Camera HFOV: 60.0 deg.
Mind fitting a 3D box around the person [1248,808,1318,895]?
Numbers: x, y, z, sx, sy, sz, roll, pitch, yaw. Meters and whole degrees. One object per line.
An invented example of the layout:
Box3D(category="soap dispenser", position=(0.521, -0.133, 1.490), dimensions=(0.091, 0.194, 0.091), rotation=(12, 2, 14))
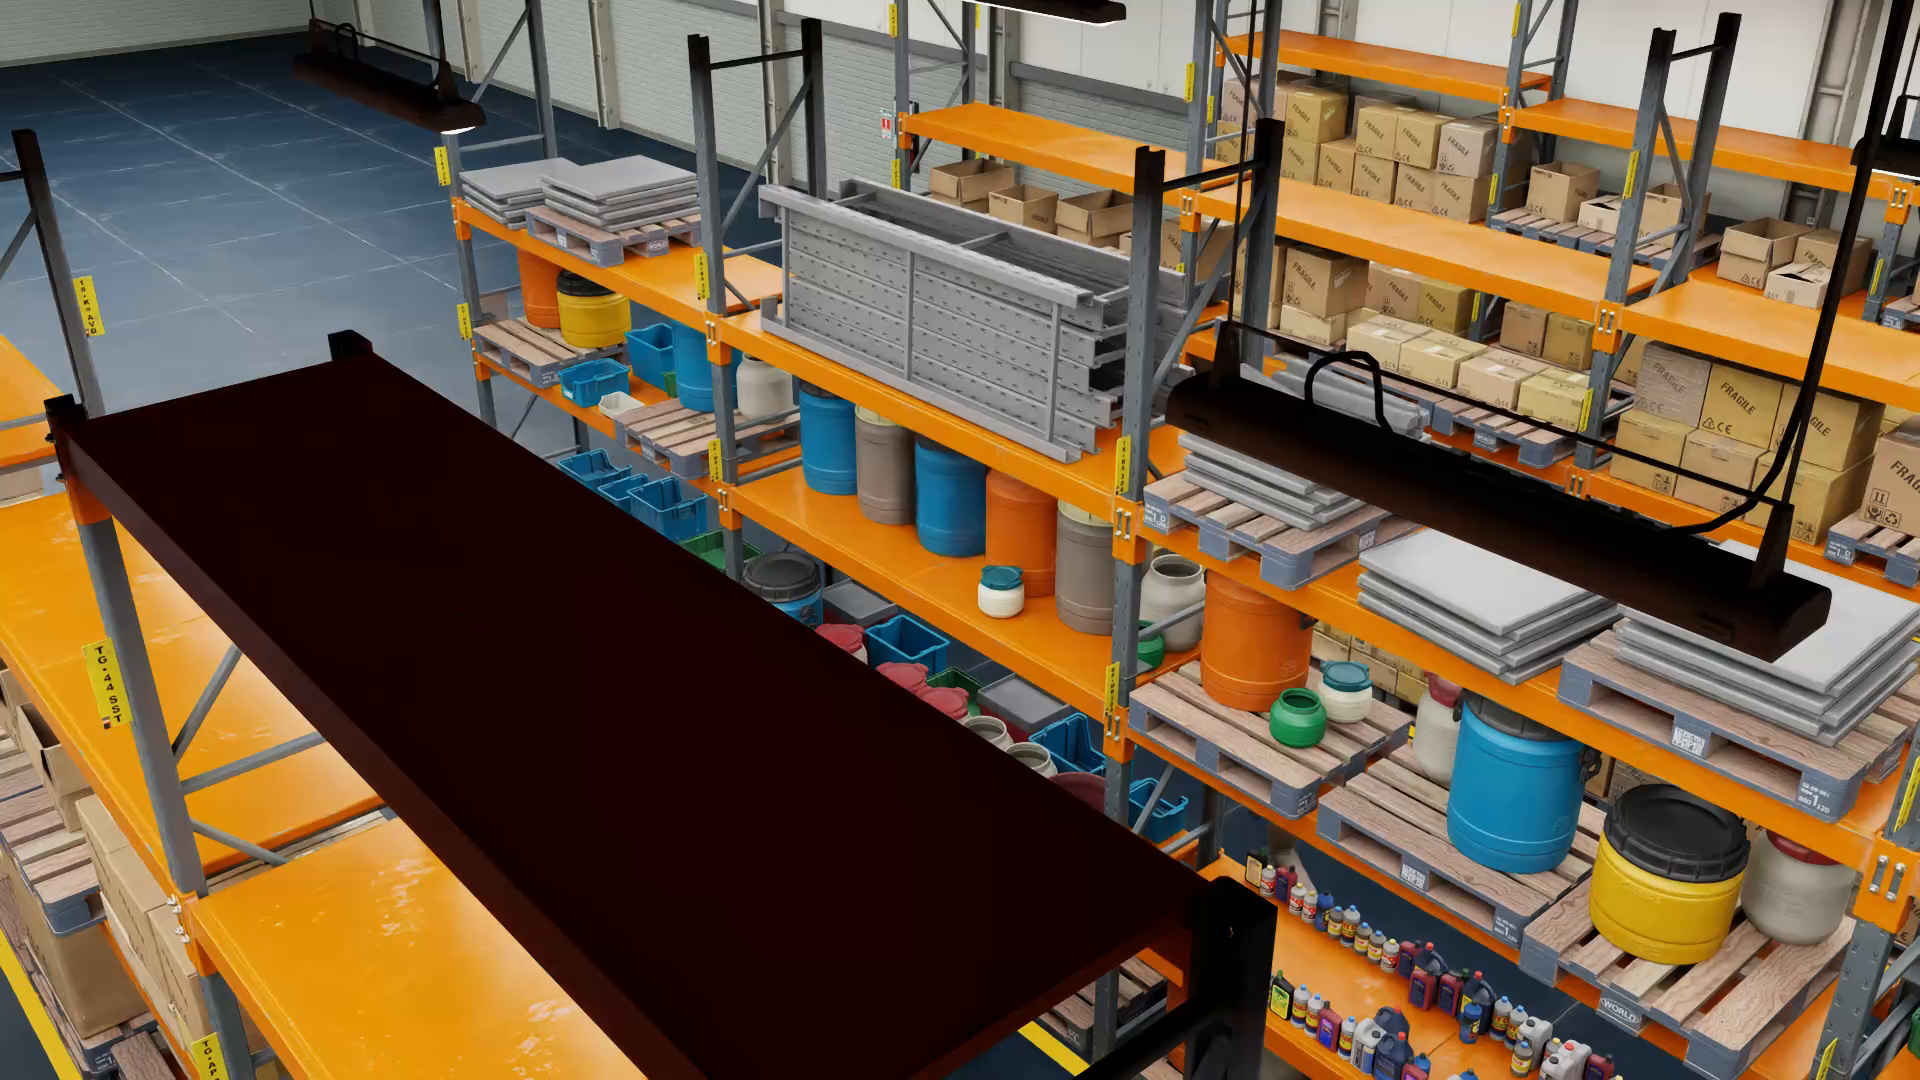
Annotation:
Box3D(category="person", position=(2.371, 1.807, 11.737), dimensions=(0.591, 1.624, 0.857), rotation=(-16, 31, -28))
